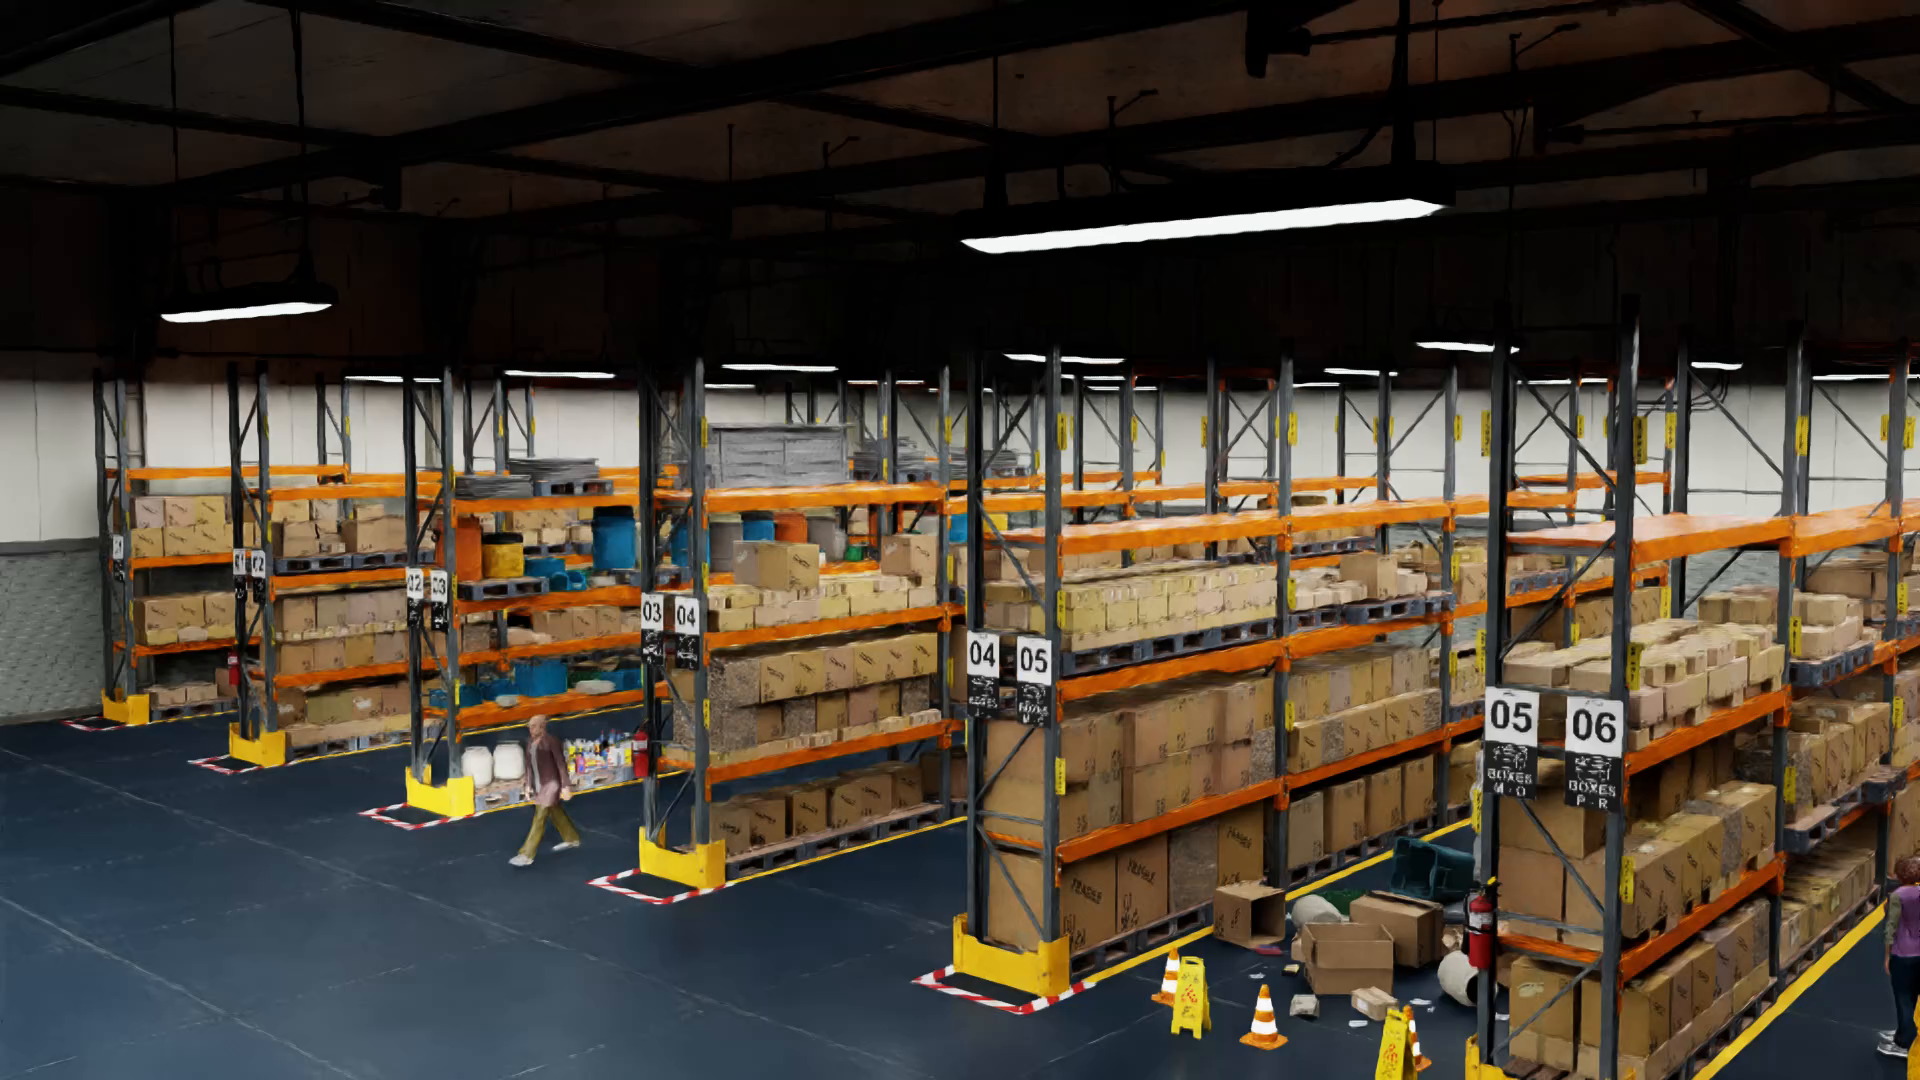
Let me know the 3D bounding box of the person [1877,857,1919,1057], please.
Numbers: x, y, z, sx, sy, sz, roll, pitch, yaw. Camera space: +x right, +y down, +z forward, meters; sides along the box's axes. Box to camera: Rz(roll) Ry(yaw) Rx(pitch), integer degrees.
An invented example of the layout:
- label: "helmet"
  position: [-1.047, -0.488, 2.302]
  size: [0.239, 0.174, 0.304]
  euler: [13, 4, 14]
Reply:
- label: "person"
  position: [7.668, 3.362, 13.511]
  size: [0.467, 1.599, 0.449]
  euler: [-1, 4, -17]

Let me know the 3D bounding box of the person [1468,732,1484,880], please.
- label: "person"
  position: [5.926, 2.957, 18.595]
  size: [0.449, 1.668, 0.530]
  euler: [1, 4, 11]

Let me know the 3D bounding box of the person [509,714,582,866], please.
- label: "person"
  position: [-4.878, 2.866, 19.389]
  size: [0.601, 1.696, 1.184]
  euler: [3, 5, 40]
